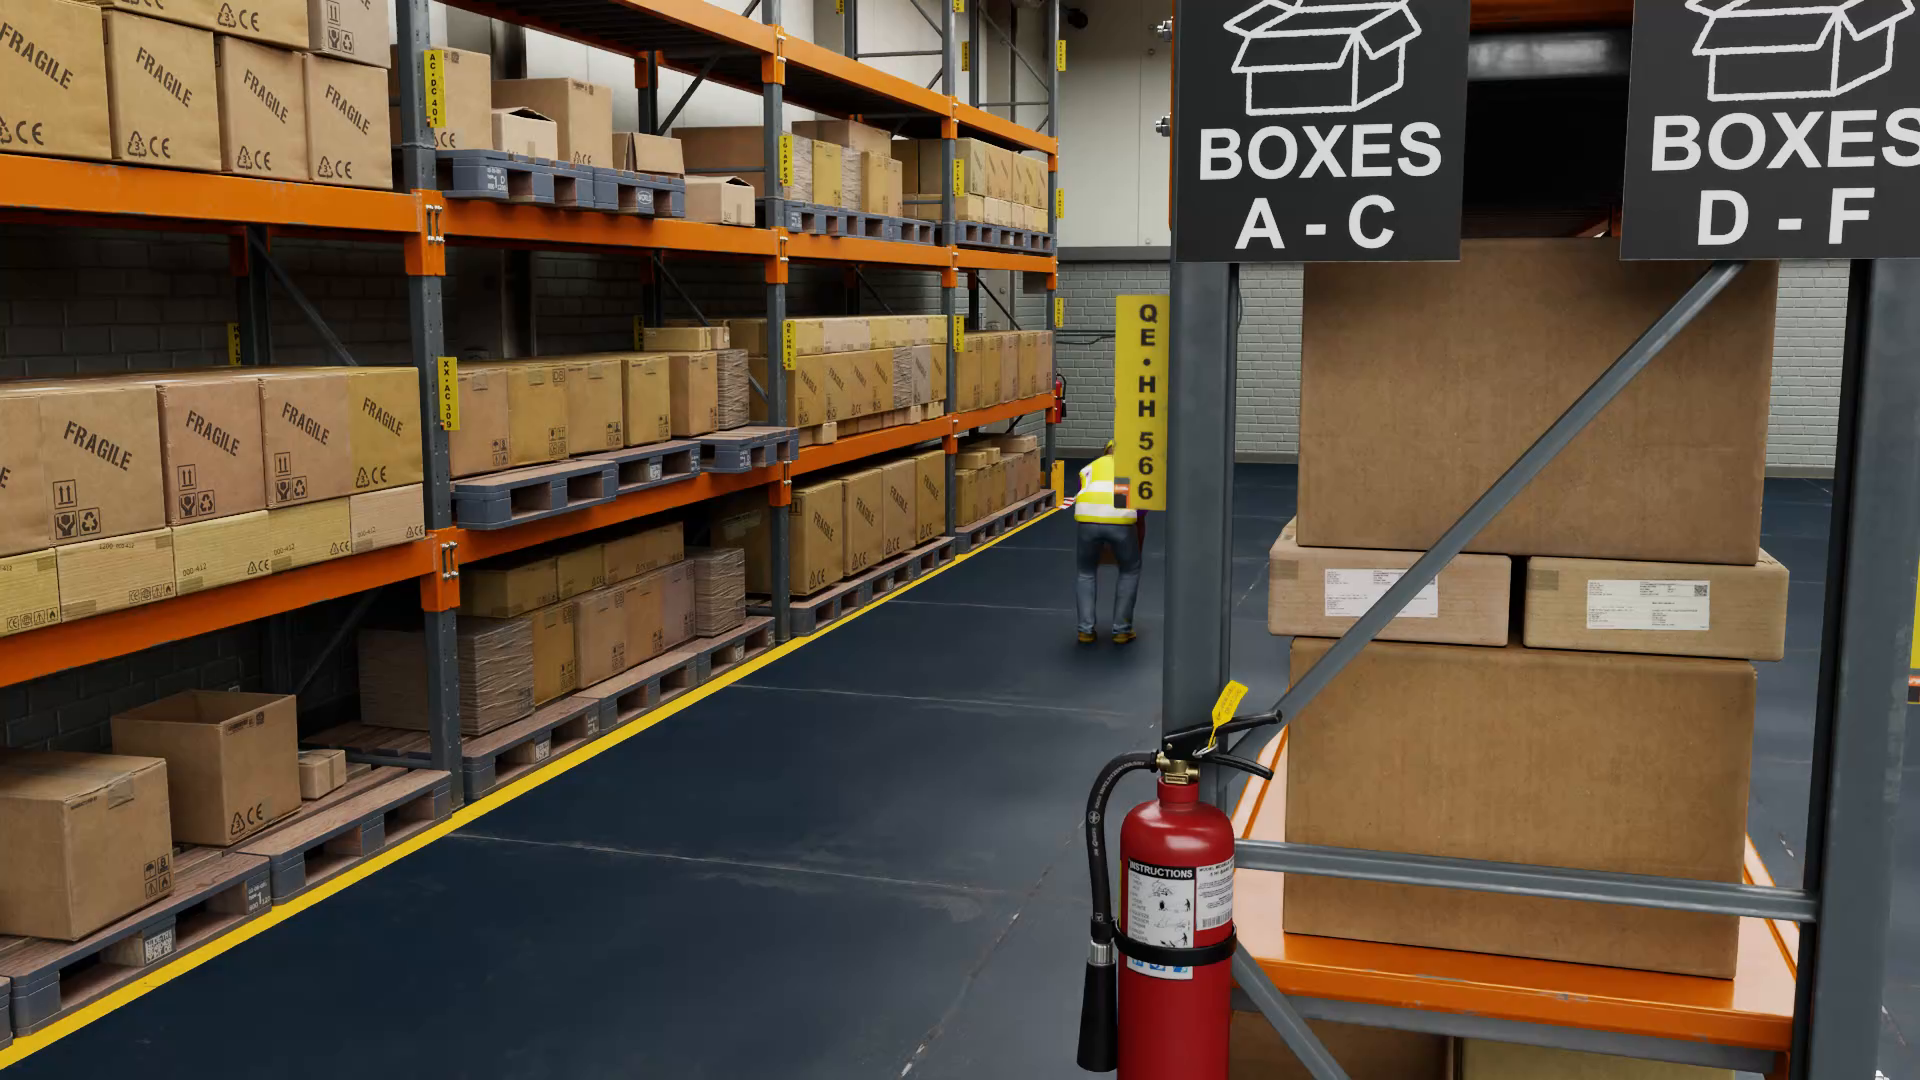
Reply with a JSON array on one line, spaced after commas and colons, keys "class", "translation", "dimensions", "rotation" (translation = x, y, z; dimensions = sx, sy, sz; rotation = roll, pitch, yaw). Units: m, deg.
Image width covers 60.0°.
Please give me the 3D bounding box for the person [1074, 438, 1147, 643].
[{"class": "person", "translation": [1.055, -0.011, 11.667], "dimensions": [0.490, 1.376, 0.898], "rotation": [2, 9, 14]}]
